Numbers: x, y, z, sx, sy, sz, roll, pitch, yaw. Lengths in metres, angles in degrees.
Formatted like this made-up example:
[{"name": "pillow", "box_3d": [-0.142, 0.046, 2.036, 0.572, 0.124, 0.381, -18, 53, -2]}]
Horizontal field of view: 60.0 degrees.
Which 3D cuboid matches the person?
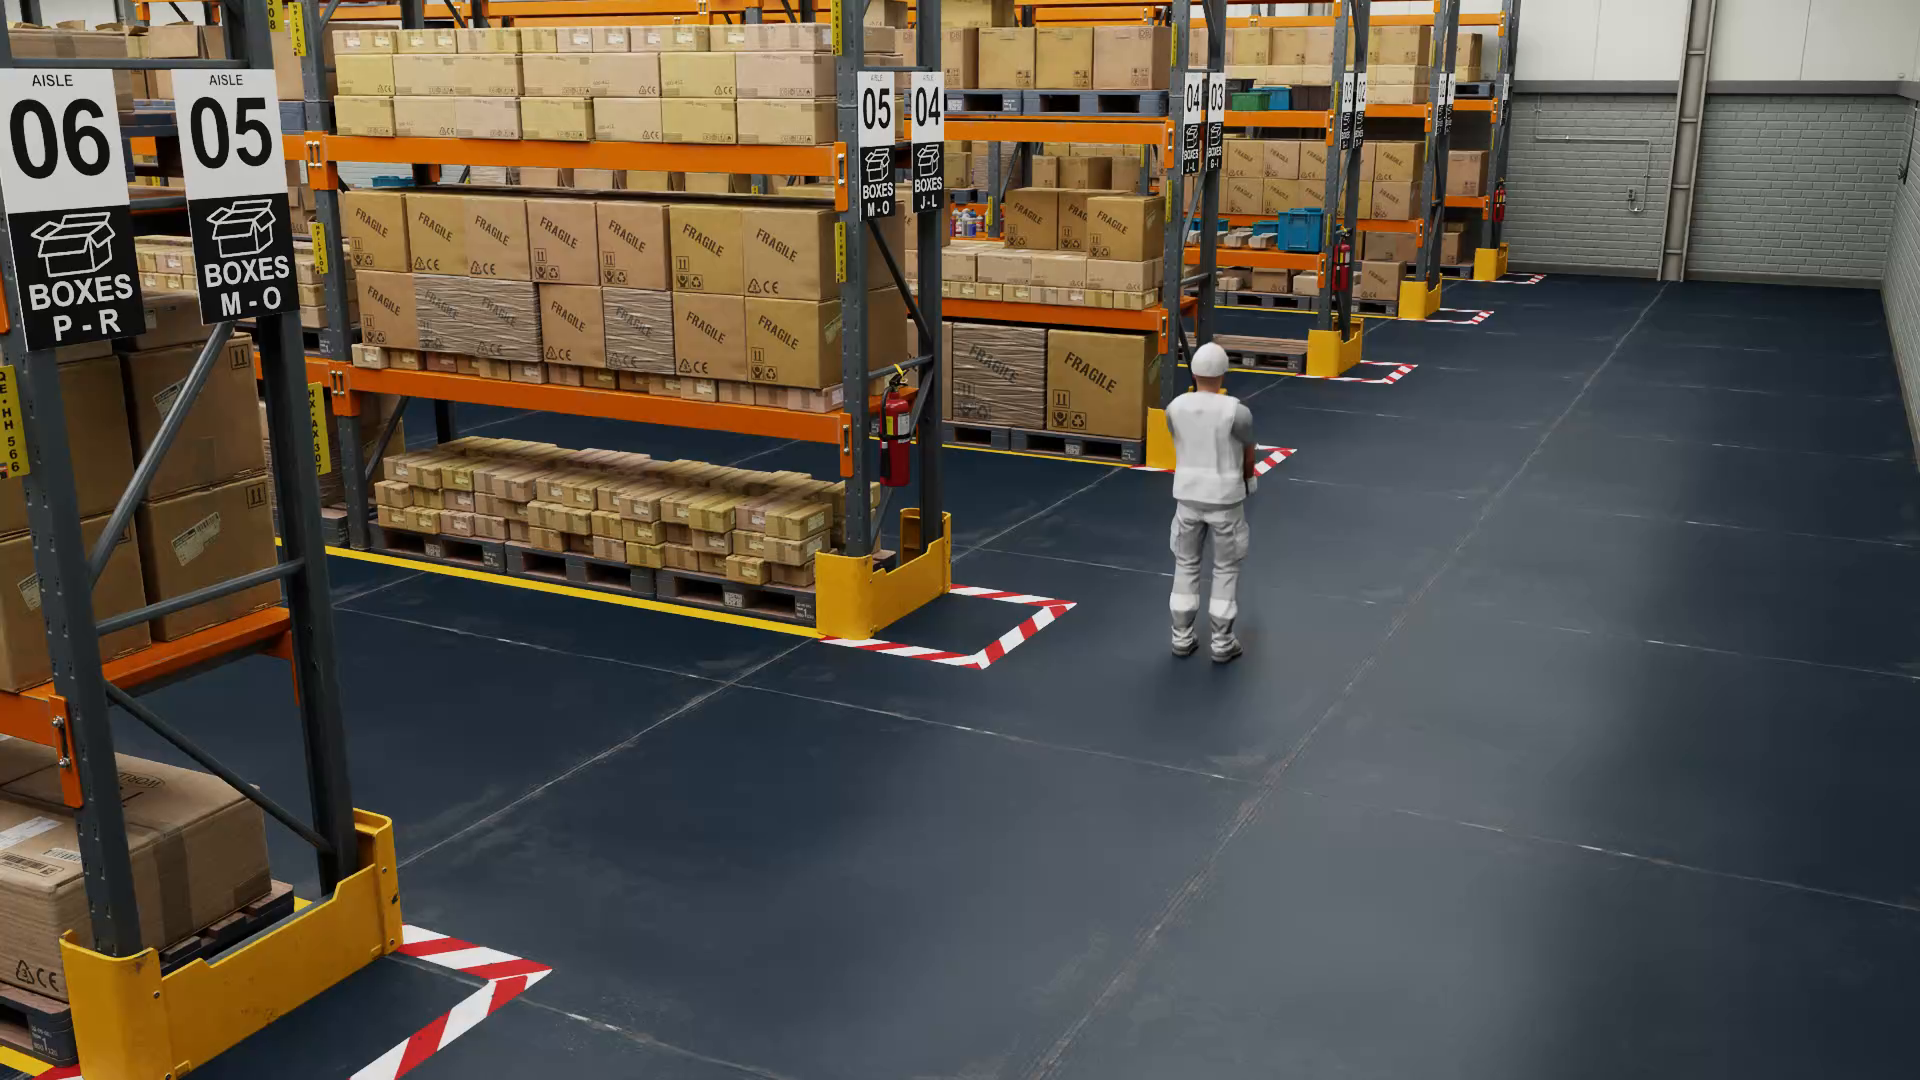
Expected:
[{"name": "person", "box_3d": [1.422, -0.237, 9.332, 0.495, 1.786, 0.558, 8, 17, 26]}]
